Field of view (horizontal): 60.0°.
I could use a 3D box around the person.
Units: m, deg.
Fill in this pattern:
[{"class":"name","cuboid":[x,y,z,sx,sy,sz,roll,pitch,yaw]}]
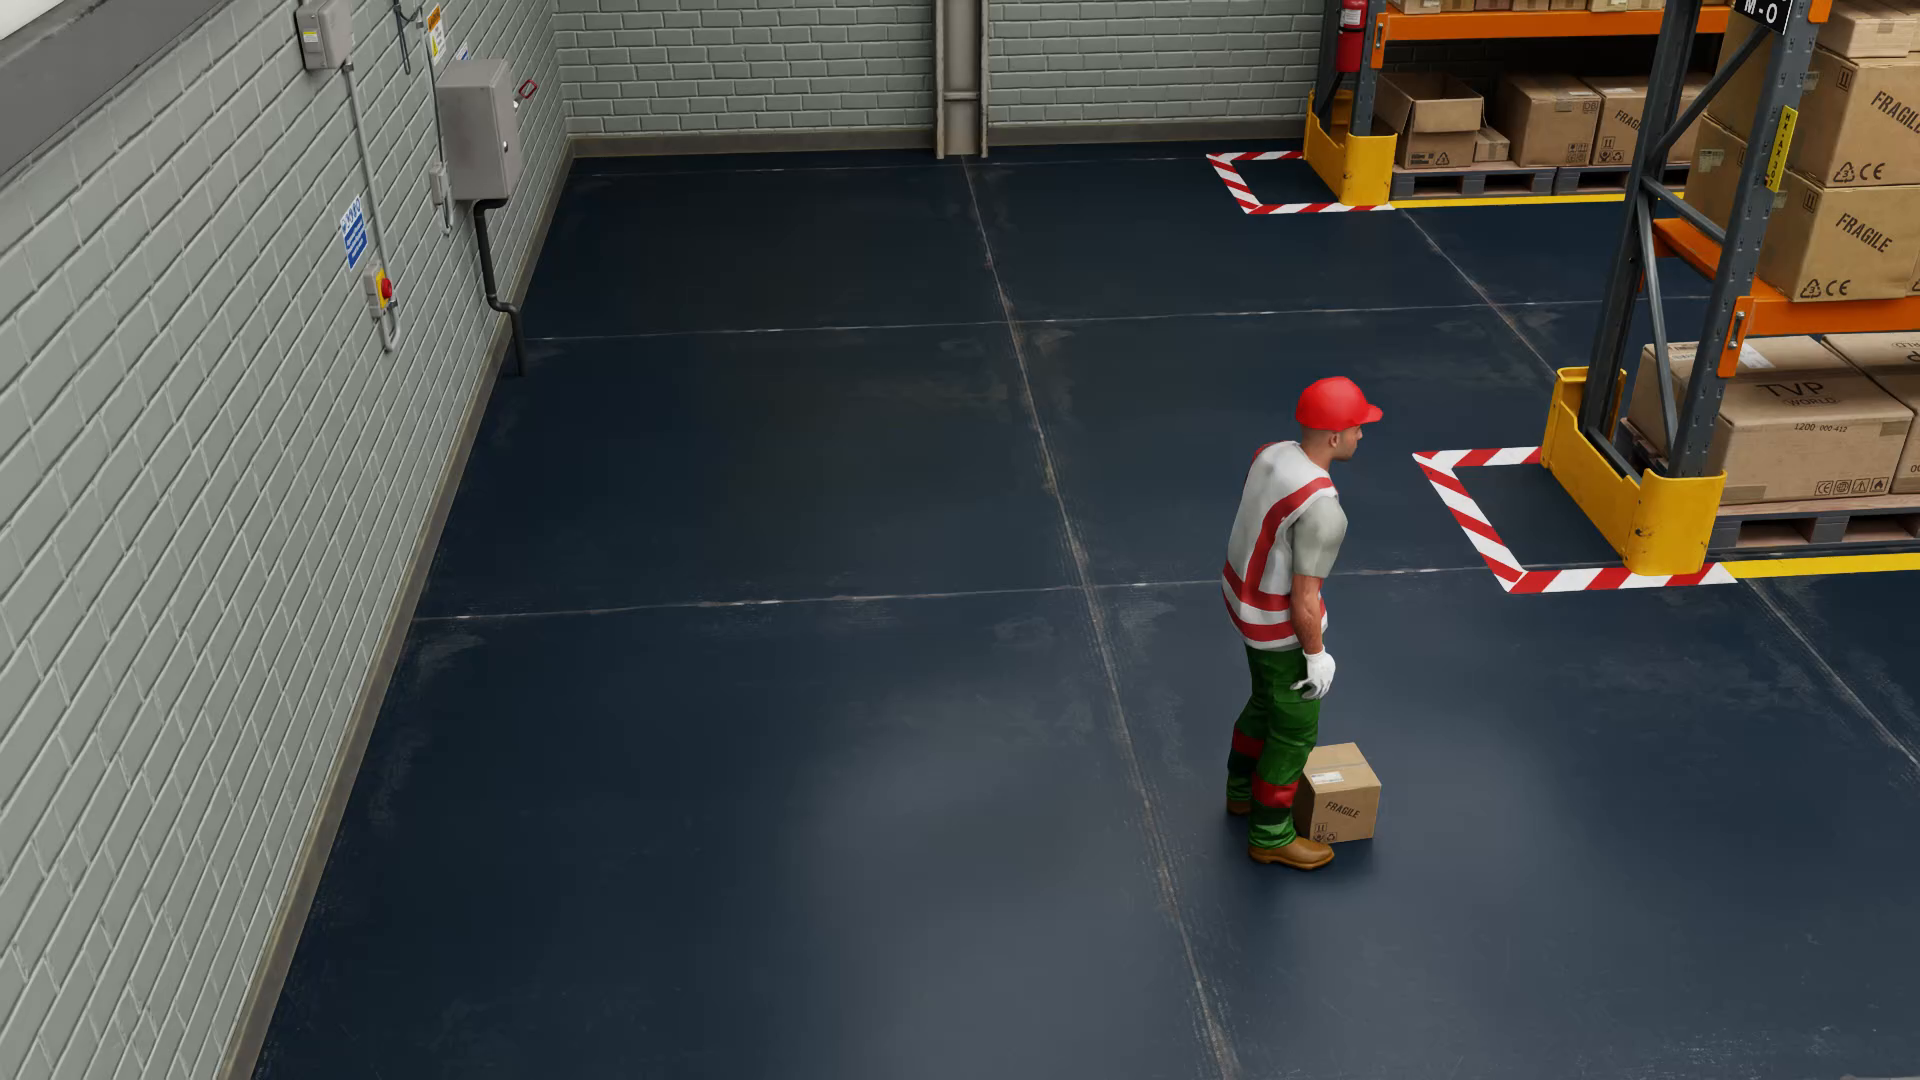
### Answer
[{"class":"person","cuboid":[1.127,0.276,5.658,0.453,1.777,0.608,-4,31,-7]}]
